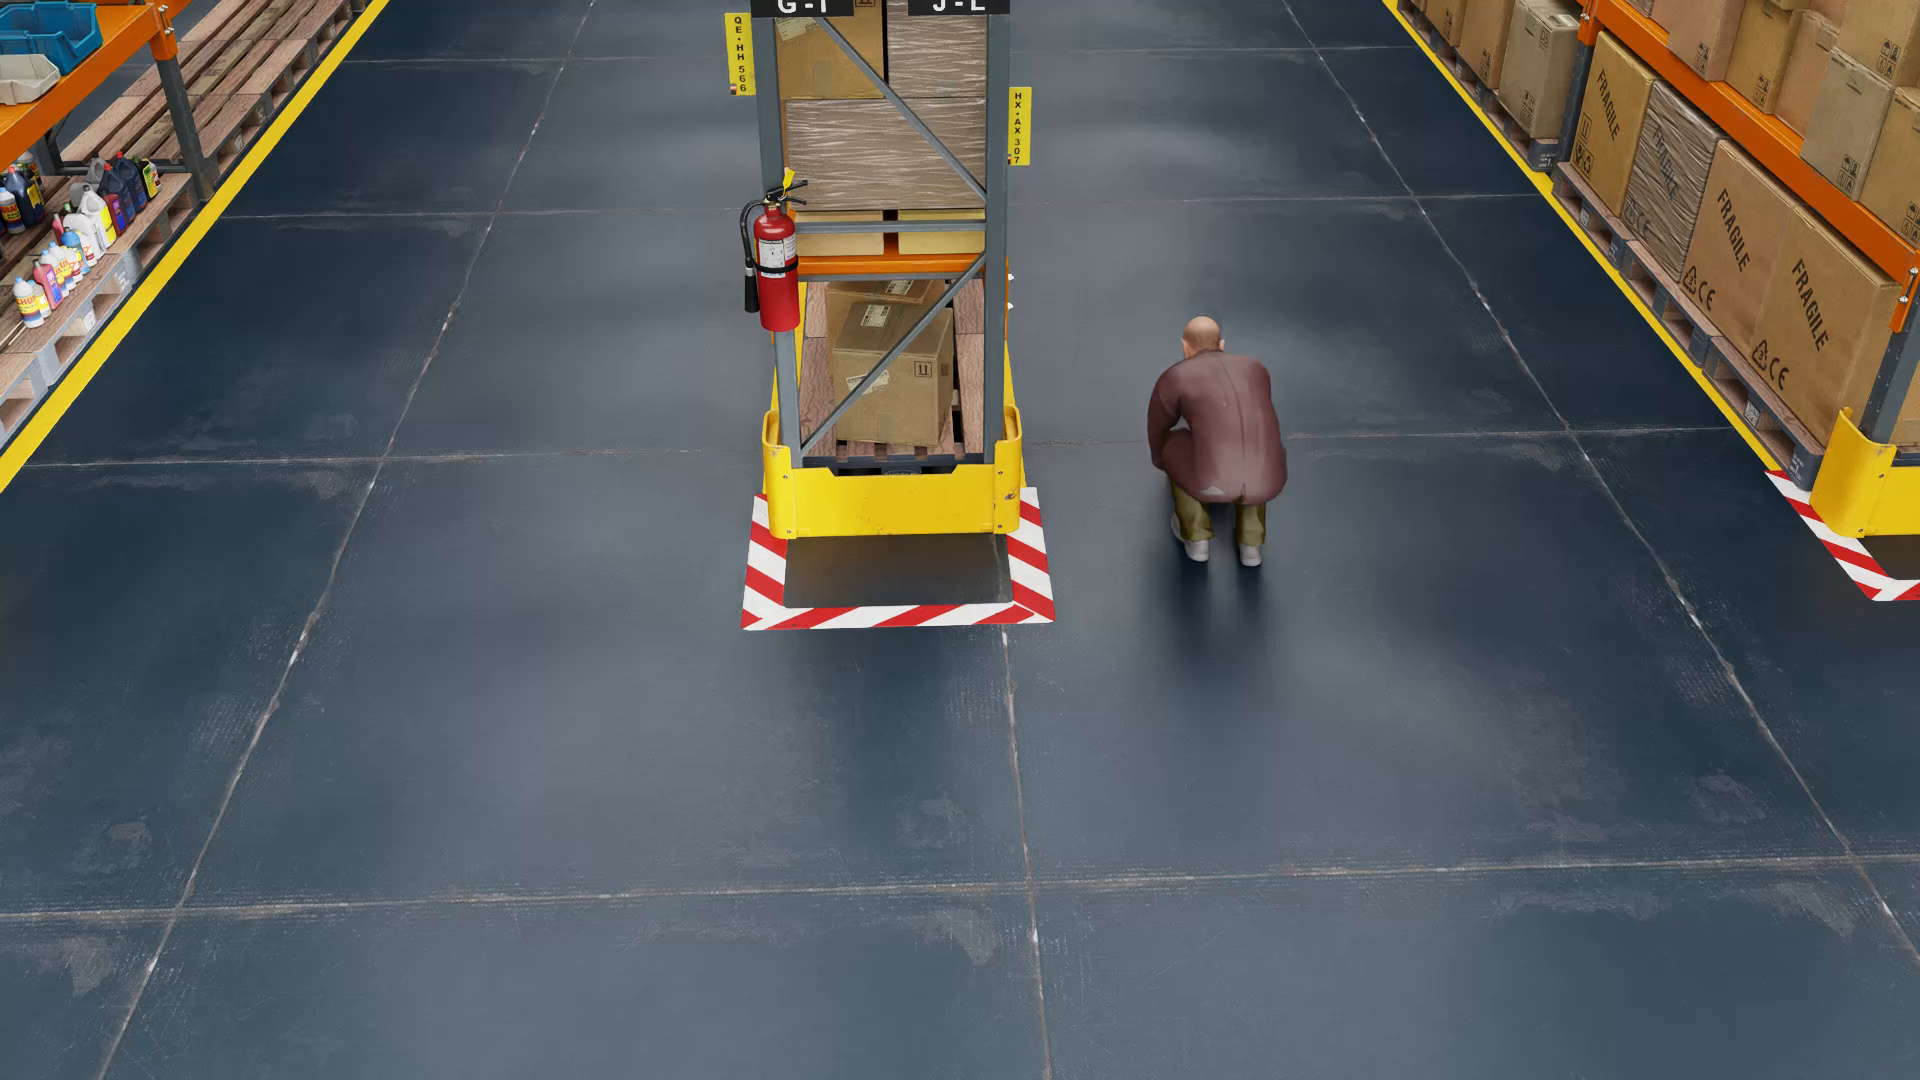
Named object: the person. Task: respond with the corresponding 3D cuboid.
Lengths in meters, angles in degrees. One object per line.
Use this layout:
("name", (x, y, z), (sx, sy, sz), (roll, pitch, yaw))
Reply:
("person", (1.163, -0.434, 7.513), (0.609, 0.947, 0.909), (-2, 35, -3))
